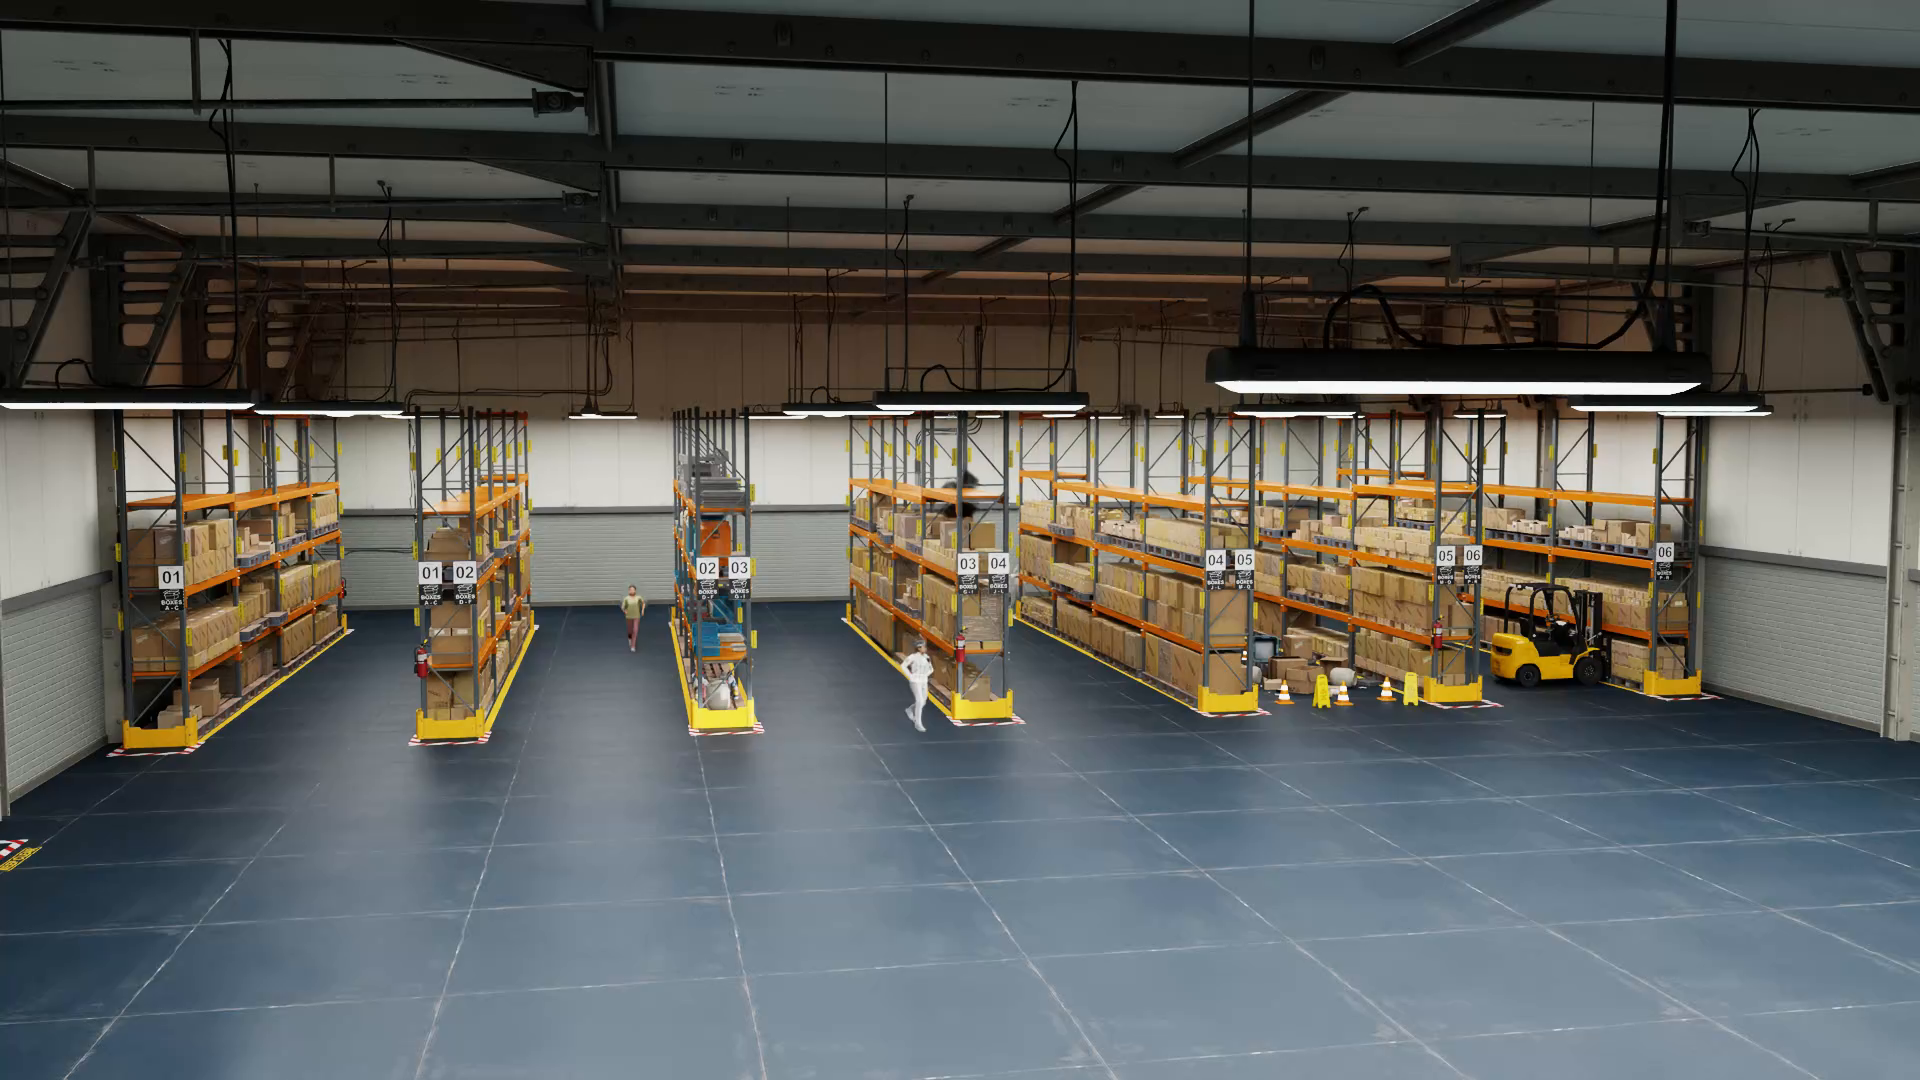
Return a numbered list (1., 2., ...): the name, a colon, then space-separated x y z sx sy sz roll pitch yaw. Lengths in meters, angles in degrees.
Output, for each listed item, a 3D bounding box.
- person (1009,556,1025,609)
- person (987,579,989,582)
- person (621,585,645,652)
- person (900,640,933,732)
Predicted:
1. person: 1.739 1.279 49.771 0.962 1.740 0.703 0 4 3
2. person: 1.010 1.627 46.020 0.696 1.694 0.878 -1 4 -17
3. person: -8.169 1.955 41.613 0.593 1.639 0.901 -1 4 -11
4. person: -0.760 2.697 31.197 0.639 1.674 0.870 -4 5 -42
